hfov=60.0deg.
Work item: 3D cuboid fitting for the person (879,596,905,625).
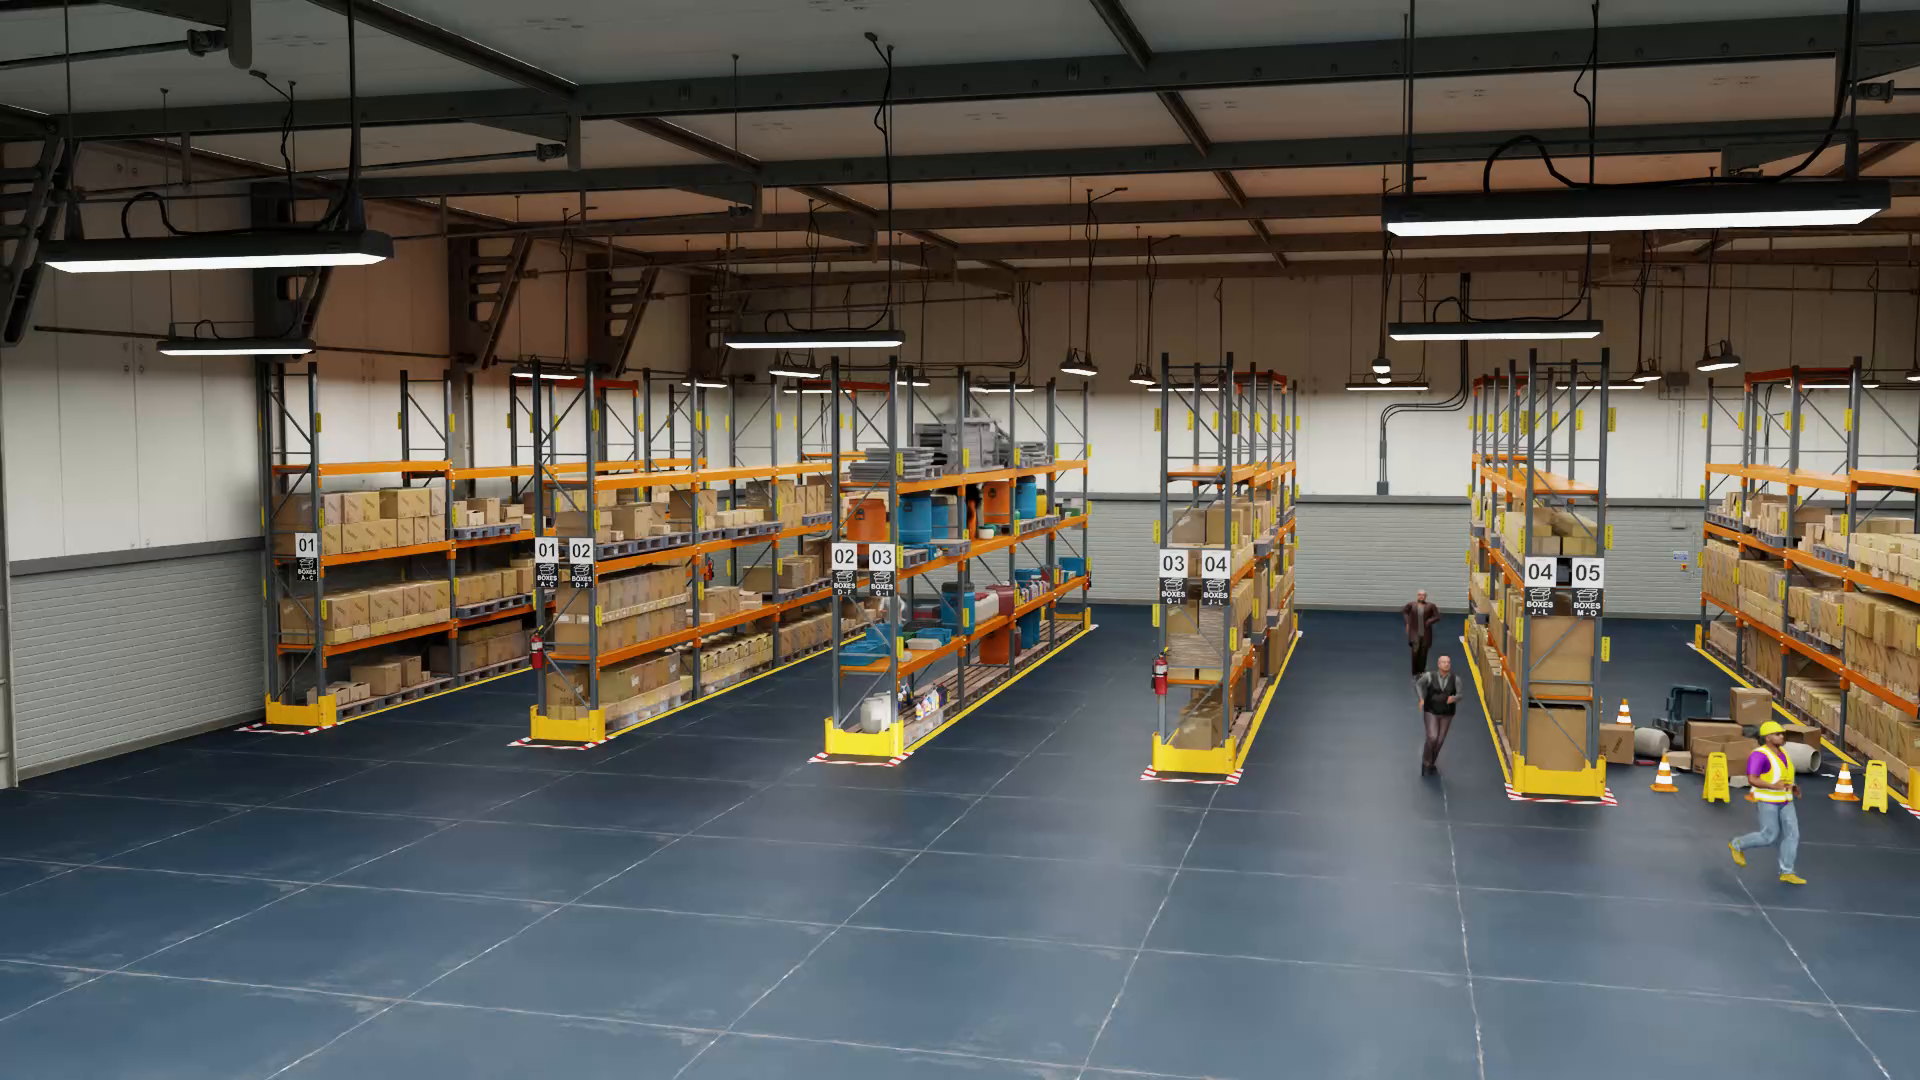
[{"bbox_3d":[-1.436,1.705,34.782,0.522,1.557,0.810,0,4,5],"label":"person"}]

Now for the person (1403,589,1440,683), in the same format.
[{"bbox_3d":[8.936,1.866,32.216,0.688,1.839,0.836,1,4,12],"label":"person"}]

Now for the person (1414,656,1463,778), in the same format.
[{"bbox_3d":[6.822,2.510,23.662,0.638,1.749,0.738,0,4,3],"label":"person"}]

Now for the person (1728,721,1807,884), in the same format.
[{"bbox_3d":[8.894,2.852,18.224,0.714,1.741,0.861,-2,5,-29],"label":"person"}]
